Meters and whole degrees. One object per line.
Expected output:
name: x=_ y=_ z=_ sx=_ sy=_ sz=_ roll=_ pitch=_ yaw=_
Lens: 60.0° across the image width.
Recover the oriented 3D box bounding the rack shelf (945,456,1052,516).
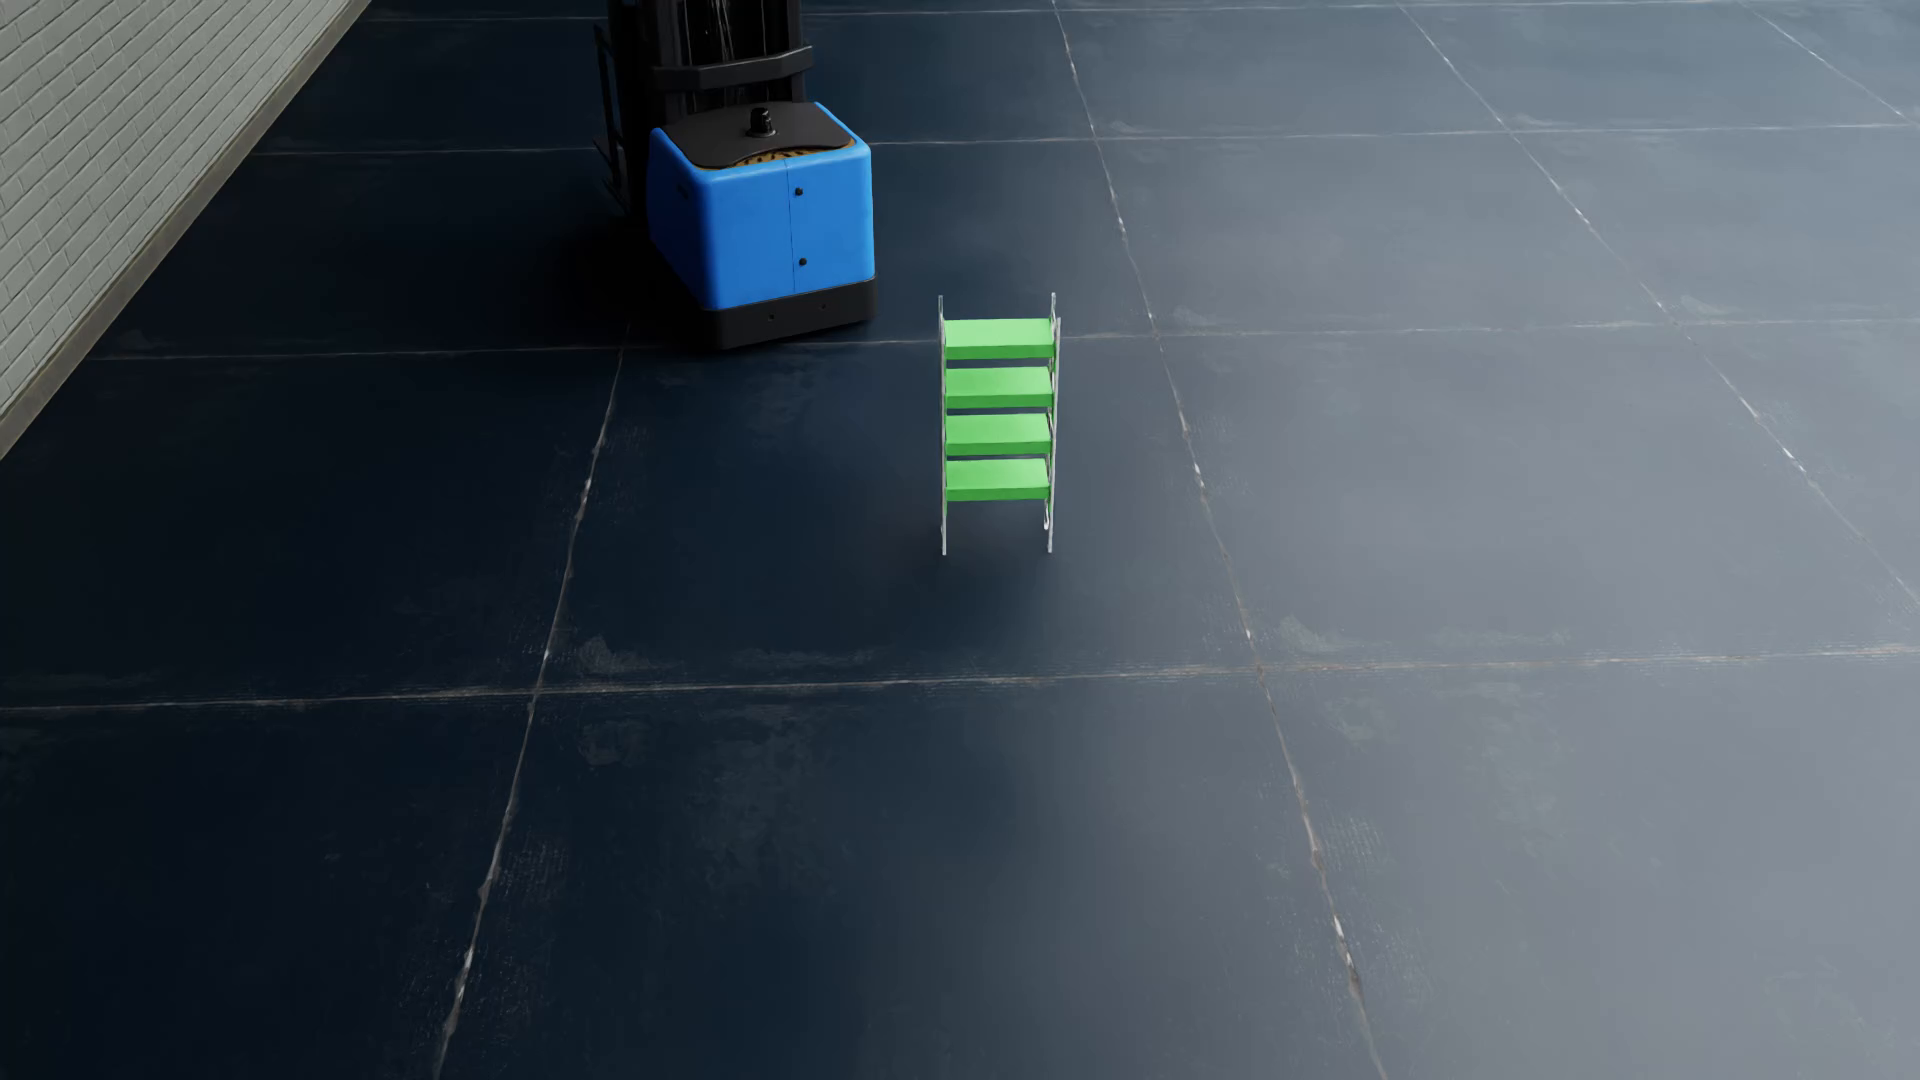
rack shelf: x=0.165 y=-0.248 z=7.588 sx=0.480 sy=0.148 sz=0.258 roll=-2 pitch=35 yaw=-2

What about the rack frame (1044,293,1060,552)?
rack frame: x=0.409 y=-0.504 z=7.424 sx=0.015 sy=1.200 sz=0.240 roll=-2 pitch=35 yaw=-2

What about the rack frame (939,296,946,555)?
rack frame: x=-0.078 y=-0.491 z=7.405 sx=0.015 sy=1.200 sz=0.240 roll=-2 pitch=35 yaw=-2

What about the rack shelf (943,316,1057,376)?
rack shelf: x=0.165 y=-0.840 z=7.178 sx=0.480 sy=0.148 sz=0.258 roll=-2 pitch=35 yaw=-2

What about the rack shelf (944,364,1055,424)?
rack shelf: x=0.165 y=-0.643 z=7.315 sx=0.480 sy=0.148 sz=0.258 roll=-2 pitch=35 yaw=-2

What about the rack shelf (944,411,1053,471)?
rack shelf: x=0.165 y=-0.445 z=7.451 sx=0.480 sy=0.148 sz=0.258 roll=-2 pitch=35 yaw=-2

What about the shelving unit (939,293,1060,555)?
shelving unit: x=0.165 y=-0.498 z=7.415 sx=0.503 sy=1.200 sz=0.258 roll=-2 pitch=35 yaw=-2

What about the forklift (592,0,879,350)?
forklift: x=-1.550 y=-3.073 z=9.615 sx=1.130 sy=2.935 sz=3.031 roll=-15 pitch=37 yaw=-21
